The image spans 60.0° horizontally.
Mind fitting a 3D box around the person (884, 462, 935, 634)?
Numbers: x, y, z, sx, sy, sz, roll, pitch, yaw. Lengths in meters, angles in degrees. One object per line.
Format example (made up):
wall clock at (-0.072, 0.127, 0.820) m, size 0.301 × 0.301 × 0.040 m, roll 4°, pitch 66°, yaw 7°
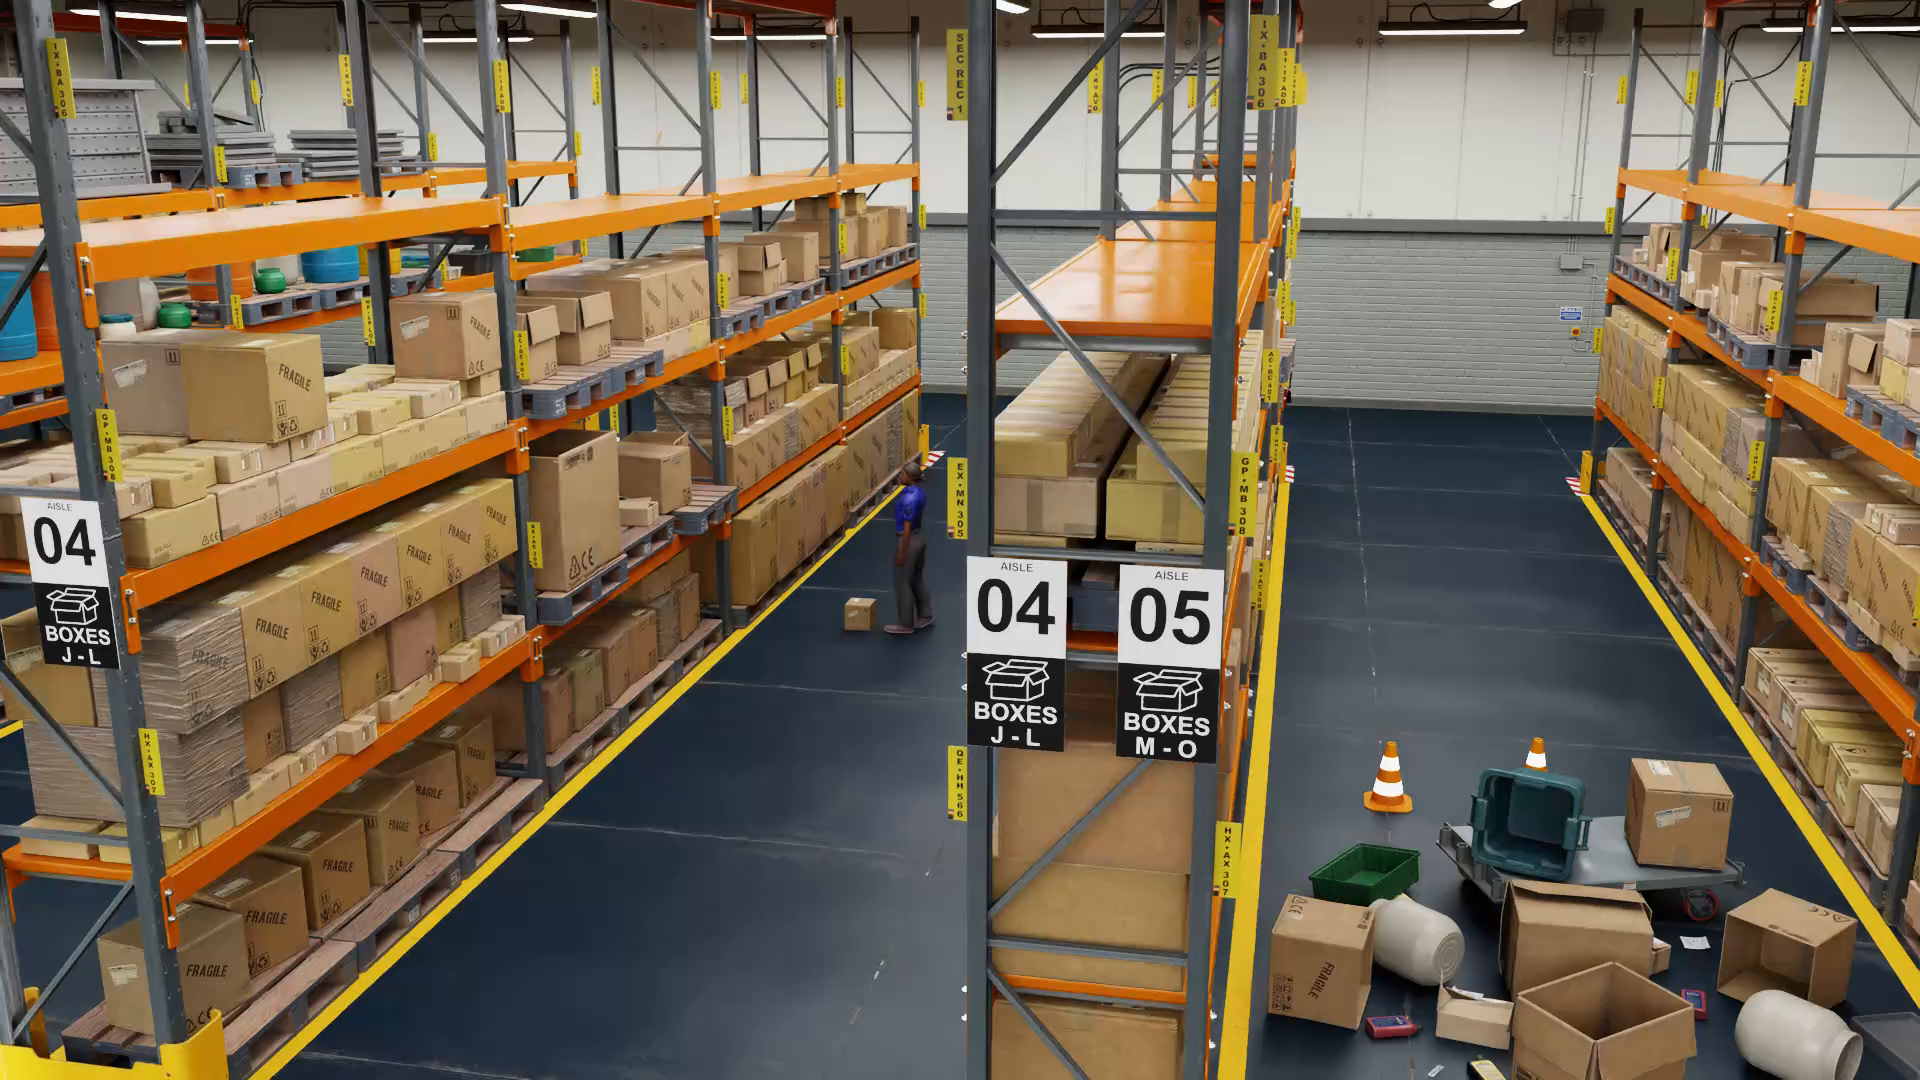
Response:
person at (-0.495, 0.083, 15.783) m, size 0.428 × 1.698 × 0.466 m, roll 3°, pitch 15°, yaw 13°
